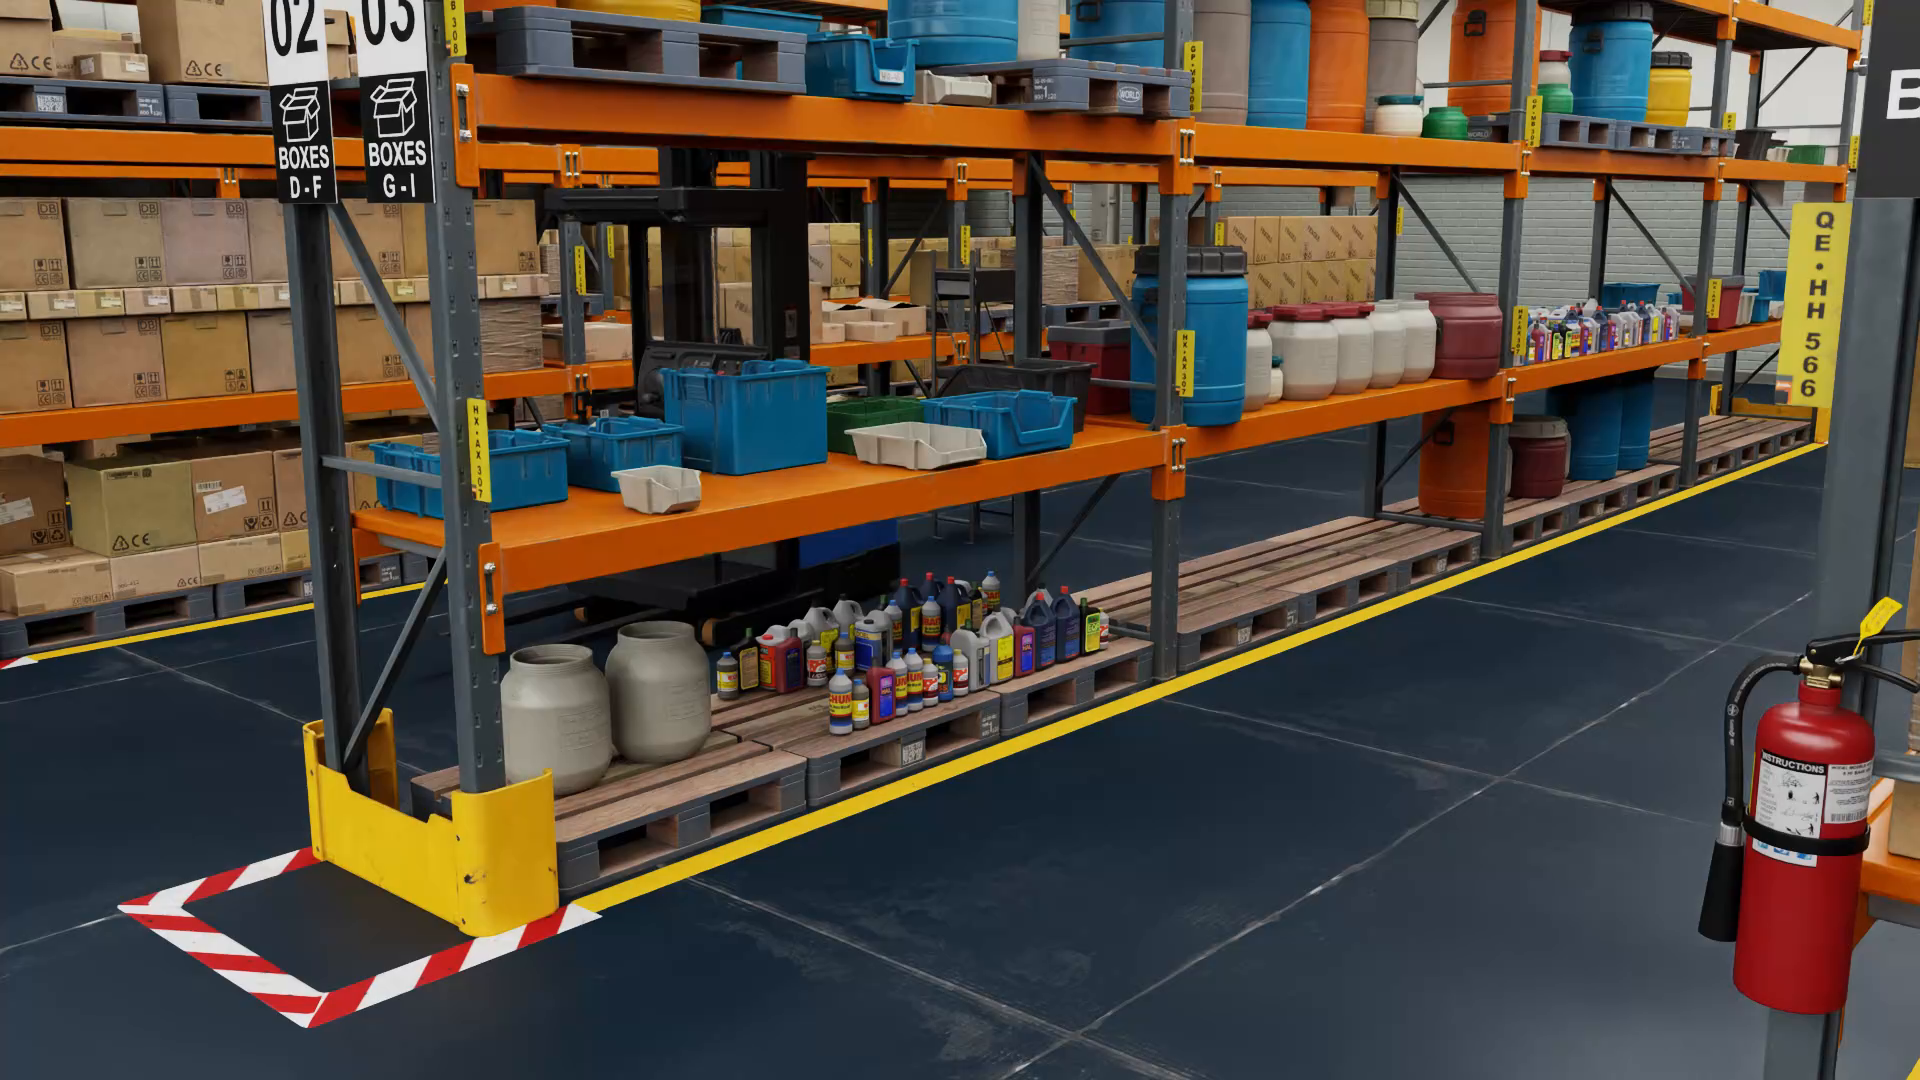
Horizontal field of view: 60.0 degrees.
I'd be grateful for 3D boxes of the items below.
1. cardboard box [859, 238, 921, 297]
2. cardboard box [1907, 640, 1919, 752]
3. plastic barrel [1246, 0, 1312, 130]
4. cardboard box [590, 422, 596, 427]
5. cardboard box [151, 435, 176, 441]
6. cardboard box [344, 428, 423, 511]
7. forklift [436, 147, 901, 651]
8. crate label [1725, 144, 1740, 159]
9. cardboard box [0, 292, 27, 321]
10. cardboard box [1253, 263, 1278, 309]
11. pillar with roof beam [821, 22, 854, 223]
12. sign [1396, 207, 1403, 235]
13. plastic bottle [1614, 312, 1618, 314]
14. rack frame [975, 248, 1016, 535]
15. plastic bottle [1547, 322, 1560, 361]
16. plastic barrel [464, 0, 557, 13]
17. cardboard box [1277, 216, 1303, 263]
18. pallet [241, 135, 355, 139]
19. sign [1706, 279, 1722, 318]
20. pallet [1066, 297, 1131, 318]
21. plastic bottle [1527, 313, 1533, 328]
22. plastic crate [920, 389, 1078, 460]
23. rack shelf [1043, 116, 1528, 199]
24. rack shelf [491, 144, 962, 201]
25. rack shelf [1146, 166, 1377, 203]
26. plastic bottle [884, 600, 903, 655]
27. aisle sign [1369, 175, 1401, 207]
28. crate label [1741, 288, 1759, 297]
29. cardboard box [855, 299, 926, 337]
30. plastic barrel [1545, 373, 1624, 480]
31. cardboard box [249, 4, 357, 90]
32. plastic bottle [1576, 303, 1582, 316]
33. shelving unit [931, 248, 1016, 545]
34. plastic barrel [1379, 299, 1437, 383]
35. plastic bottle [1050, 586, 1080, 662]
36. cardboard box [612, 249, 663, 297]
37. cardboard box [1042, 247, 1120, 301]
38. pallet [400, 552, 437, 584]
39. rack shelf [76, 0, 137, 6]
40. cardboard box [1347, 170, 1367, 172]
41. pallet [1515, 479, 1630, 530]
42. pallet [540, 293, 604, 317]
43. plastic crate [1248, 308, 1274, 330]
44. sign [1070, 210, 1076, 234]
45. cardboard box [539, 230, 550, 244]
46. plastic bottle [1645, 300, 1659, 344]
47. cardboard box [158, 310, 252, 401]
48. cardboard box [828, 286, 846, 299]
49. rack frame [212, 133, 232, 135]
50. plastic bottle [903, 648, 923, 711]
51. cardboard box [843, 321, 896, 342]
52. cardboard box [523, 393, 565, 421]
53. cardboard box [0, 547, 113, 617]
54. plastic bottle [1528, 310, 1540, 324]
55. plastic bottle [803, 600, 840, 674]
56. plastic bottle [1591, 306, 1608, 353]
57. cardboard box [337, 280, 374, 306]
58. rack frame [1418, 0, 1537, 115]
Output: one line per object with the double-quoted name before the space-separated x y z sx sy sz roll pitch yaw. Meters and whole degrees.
"cardboard box" -1.085 -3.492 21.270 0.980 0.700 0.700 10 15 41
"cardboard box" 2.170 0.147 2.800 0.875 0.500 0.500 10 15 40
"plastic barrel" 1.742 -2.821 9.740 0.600 0.901 0.708 10 15 40
"cardboard box" -2.622 -0.757 12.858 0.500 0.311 0.500 10 15 42
"cardboard box" -7.067 -0.834 14.838 0.380 0.166 0.250 7 14 33
"cardboard box" -3.820 -0.433 10.753 0.500 0.500 0.500 10 15 40
"forklift" -1.613 -0.945 9.459 1.130 2.935 3.031 7 13 33
"crate label" 6.527 -3.362 14.403 0.293 0.136 0.466 10 15 40
"cardboard box" -5.232 -1.259 8.943 0.380 0.149 0.250 10 15 40
"cardboard box" 3.145 -2.792 18.275 0.500 0.500 0.500 10 15 41
"pillar with roof beam" 1.591 -5.867 18.611 9.100 9.000 0.400 10 15 40
"sign" 5.312 -3.864 20.134 0.100 0.325 0.005 10 15 40
"plastic bottle" 5.289 -1.709 13.437 0.097 0.271 0.097 0 11 0
"rack frame" 0.270 -1.090 12.307 0.400 2.100 0.015 10 15 40
"plastic bottle" 4.303 -1.444 12.082 0.061 0.283 0.133 10 15 40
"plastic barrel" -1.709 -2.196 5.721 0.600 0.830 0.708 10 15 40
"cardboard box" 3.471 -3.351 18.522 0.500 0.500 0.500 9 15 39
"pallet" -6.248 -3.546 15.128 1.213 0.211 1.003 10 15 40
"sign" 6.399 -2.051 14.113 0.100 0.325 0.005 10 15 40
"pallet" 1.659 -2.430 17.207 1.003 0.211 1.213 10 15 40
"plastic bottle" 4.513 -1.673 13.258 0.097 0.271 0.097 0 11 0
"plastic crate" 0.179 -0.538 7.628 0.499 0.251 0.616 10 15 40
"rack shelf" 2.026 -2.222 9.854 1.077 0.370 4.000 10 15 40
"rack shelf" -1.692 -2.863 13.063 1.077 0.370 4.000 10 15 40
"rack shelf" 3.589 -4.040 18.956 1.077 0.370 4.000 10 15 40
"plastic bottle" -0.332 0.432 8.231 0.097 0.271 0.097 0 11 0
"aisle sign" 5.184 -4.461 20.250 0.394 0.787 0.004 10 15 40
"crate label" 8.217 -2.528 17.485 0.416 0.233 0.303 10 15 40
"cardboard box" -0.645 -1.947 14.529 0.500 0.311 0.500 11 16 44
"plastic barrel" 5.147 -0.981 13.750 0.600 0.901 0.708 10 15 40
"cardboard box" -4.194 -3.020 10.323 0.637 0.503 0.797 -10 15 -41
"plastic bottle" 5.336 -1.911 14.416 0.061 0.283 0.133 10 15 40
"shelving unit" 0.109 -1.054 12.127 0.431 2.100 0.503 10 15 40
"plastic barrel" 2.828 -1.274 10.644 0.421 0.512 0.421 0 11 0
"plastic bottle" 0.497 0.406 8.160 0.144 0.351 0.185 9 15 39
"cardboard box" -3.583 -2.922 18.115 0.500 0.500 0.500 10 15 42
"cardboard box" 1.149 -2.614 16.314 0.700 0.500 0.500 6 13 26
"pallet" -3.569 0.029 11.528 1.003 0.211 1.213 10 15 40
"rack shelf" -8.056 -4.383 13.027 1.077 0.370 4.000 10 15 40
"cardboard box" 4.429 -4.431 19.463 0.500 0.250 0.500 10 15 40
"pallet" 4.641 -0.330 13.326 1.003 0.211 1.213 10 15 40
"pallet" -4.486 -2.466 17.389 1.213 0.211 1.003 10 15 40
"plastic crate" 2.050 -1.231 10.552 0.402 0.464 0.583 10 15 40
"sign" 1.584 -4.467 23.359 0.100 0.325 0.005 10 15 40
"cardboard box" -4.502 -3.158 17.327 0.380 0.149 0.250 7 13 31
"plastic bottle" 5.626 -1.784 13.613 0.144 0.351 0.185 10 15 40
"cardboard box" -4.660 -1.128 9.945 0.700 0.500 0.500 10 15 41
"cardboard box" -1.614 -3.027 20.299 0.380 0.149 0.250 10 15 41
"rack frame" -6.736 -5.032 14.430 1.000 3.000 0.127 10 15 40
"plastic bottle" -0.211 0.610 7.342 0.097 0.271 0.097 0 11 0
"cardboard box" -0.758 -1.747 13.943 0.380 0.149 0.250 10 15 40
"cardboard box" -4.532 -1.556 17.601 0.700 0.500 0.500 10 15 41
"cardboard box" -5.132 0.231 9.346 0.500 0.250 0.500 10 15 40
"plastic bottle" 4.631 -1.736 13.562 0.152 0.276 0.135 10 15 40
"plastic bottle" -0.667 0.457 7.905 0.144 0.351 0.185 11 15 43
"plastic bottle" 4.899 -1.622 12.802 0.144 0.351 0.185 10 15 40
"cardboard box" -3.870 -1.563 10.467 0.380 0.149 0.250 10 15 42
"rack frame" 3.346 -4.340 10.963 1.000 3.000 0.127 10 15 40
